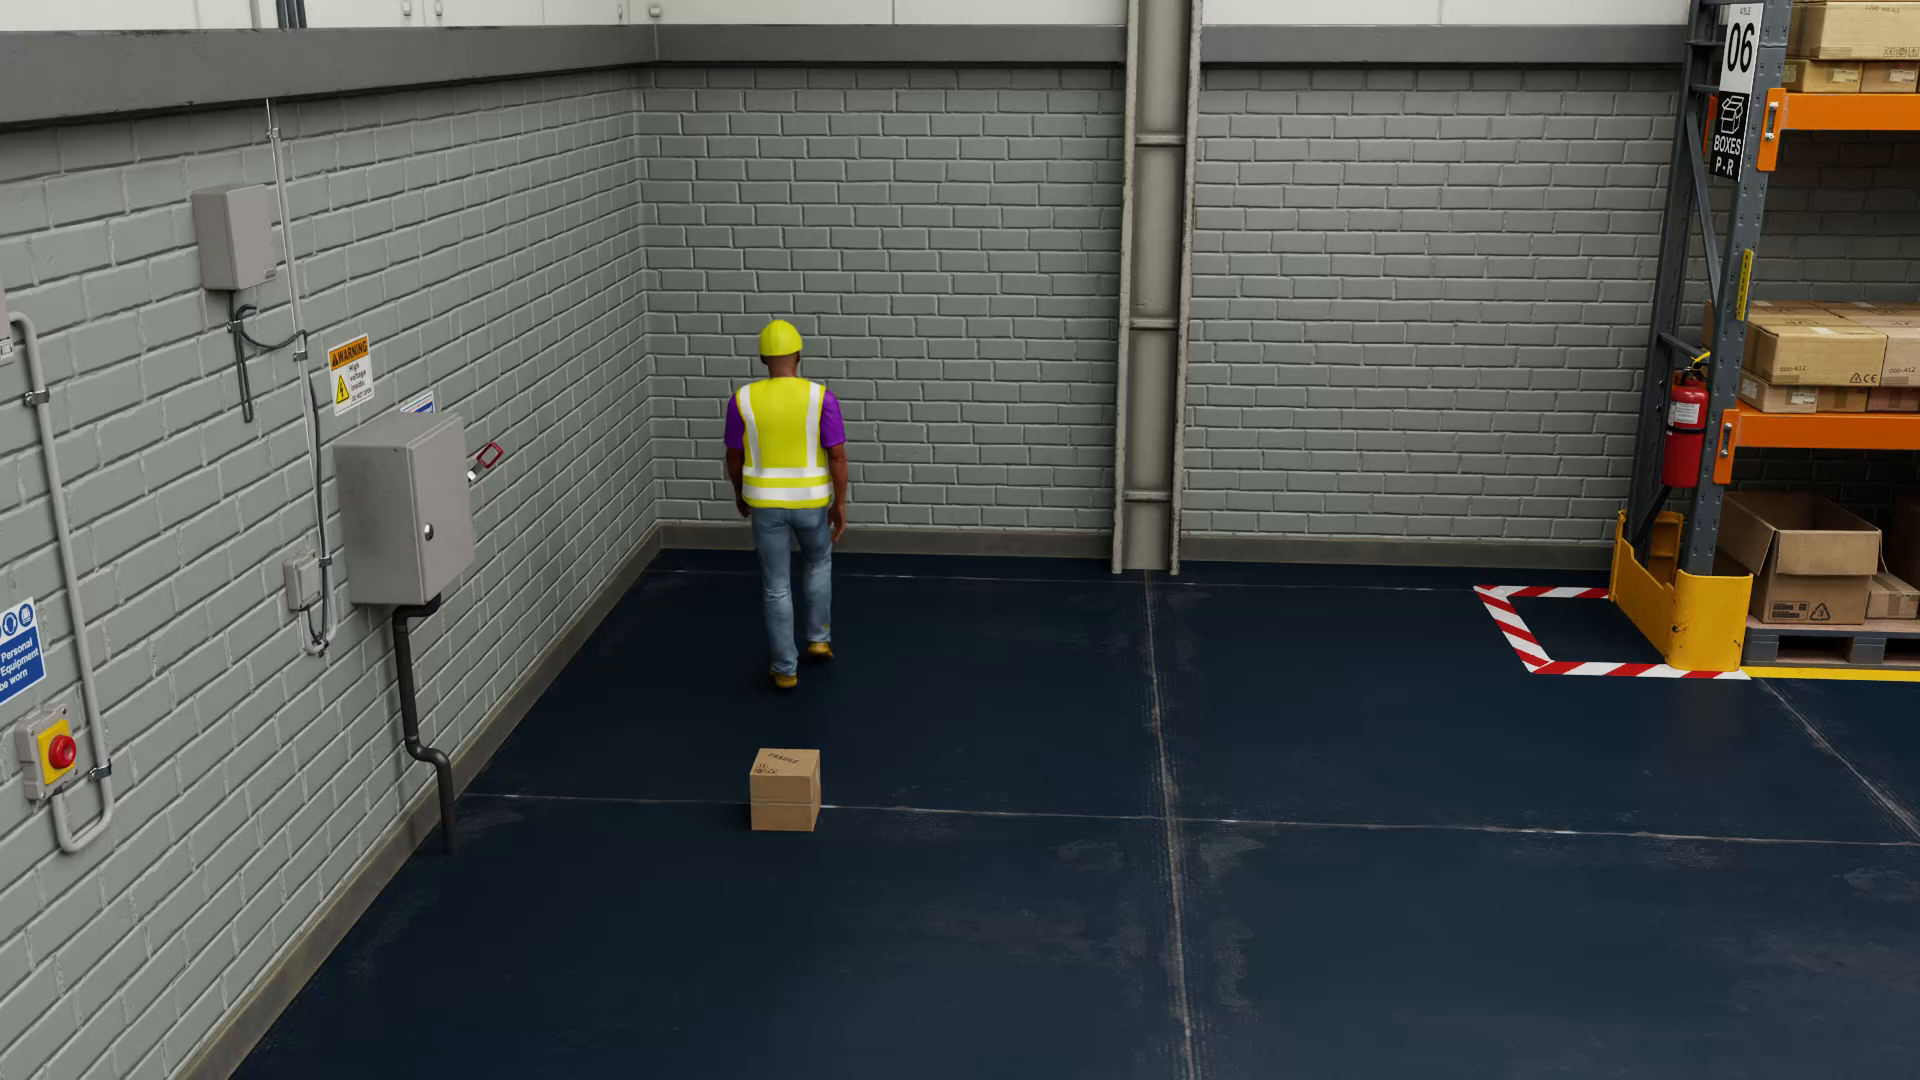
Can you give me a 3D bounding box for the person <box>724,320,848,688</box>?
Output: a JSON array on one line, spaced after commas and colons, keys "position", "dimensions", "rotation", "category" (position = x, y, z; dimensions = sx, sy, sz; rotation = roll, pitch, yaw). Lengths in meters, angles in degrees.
[{"position": [-0.837, -0.162, 8.068], "dimensions": [0.582, 1.824, 0.628], "rotation": [-2, 17, -5], "category": "person"}]
